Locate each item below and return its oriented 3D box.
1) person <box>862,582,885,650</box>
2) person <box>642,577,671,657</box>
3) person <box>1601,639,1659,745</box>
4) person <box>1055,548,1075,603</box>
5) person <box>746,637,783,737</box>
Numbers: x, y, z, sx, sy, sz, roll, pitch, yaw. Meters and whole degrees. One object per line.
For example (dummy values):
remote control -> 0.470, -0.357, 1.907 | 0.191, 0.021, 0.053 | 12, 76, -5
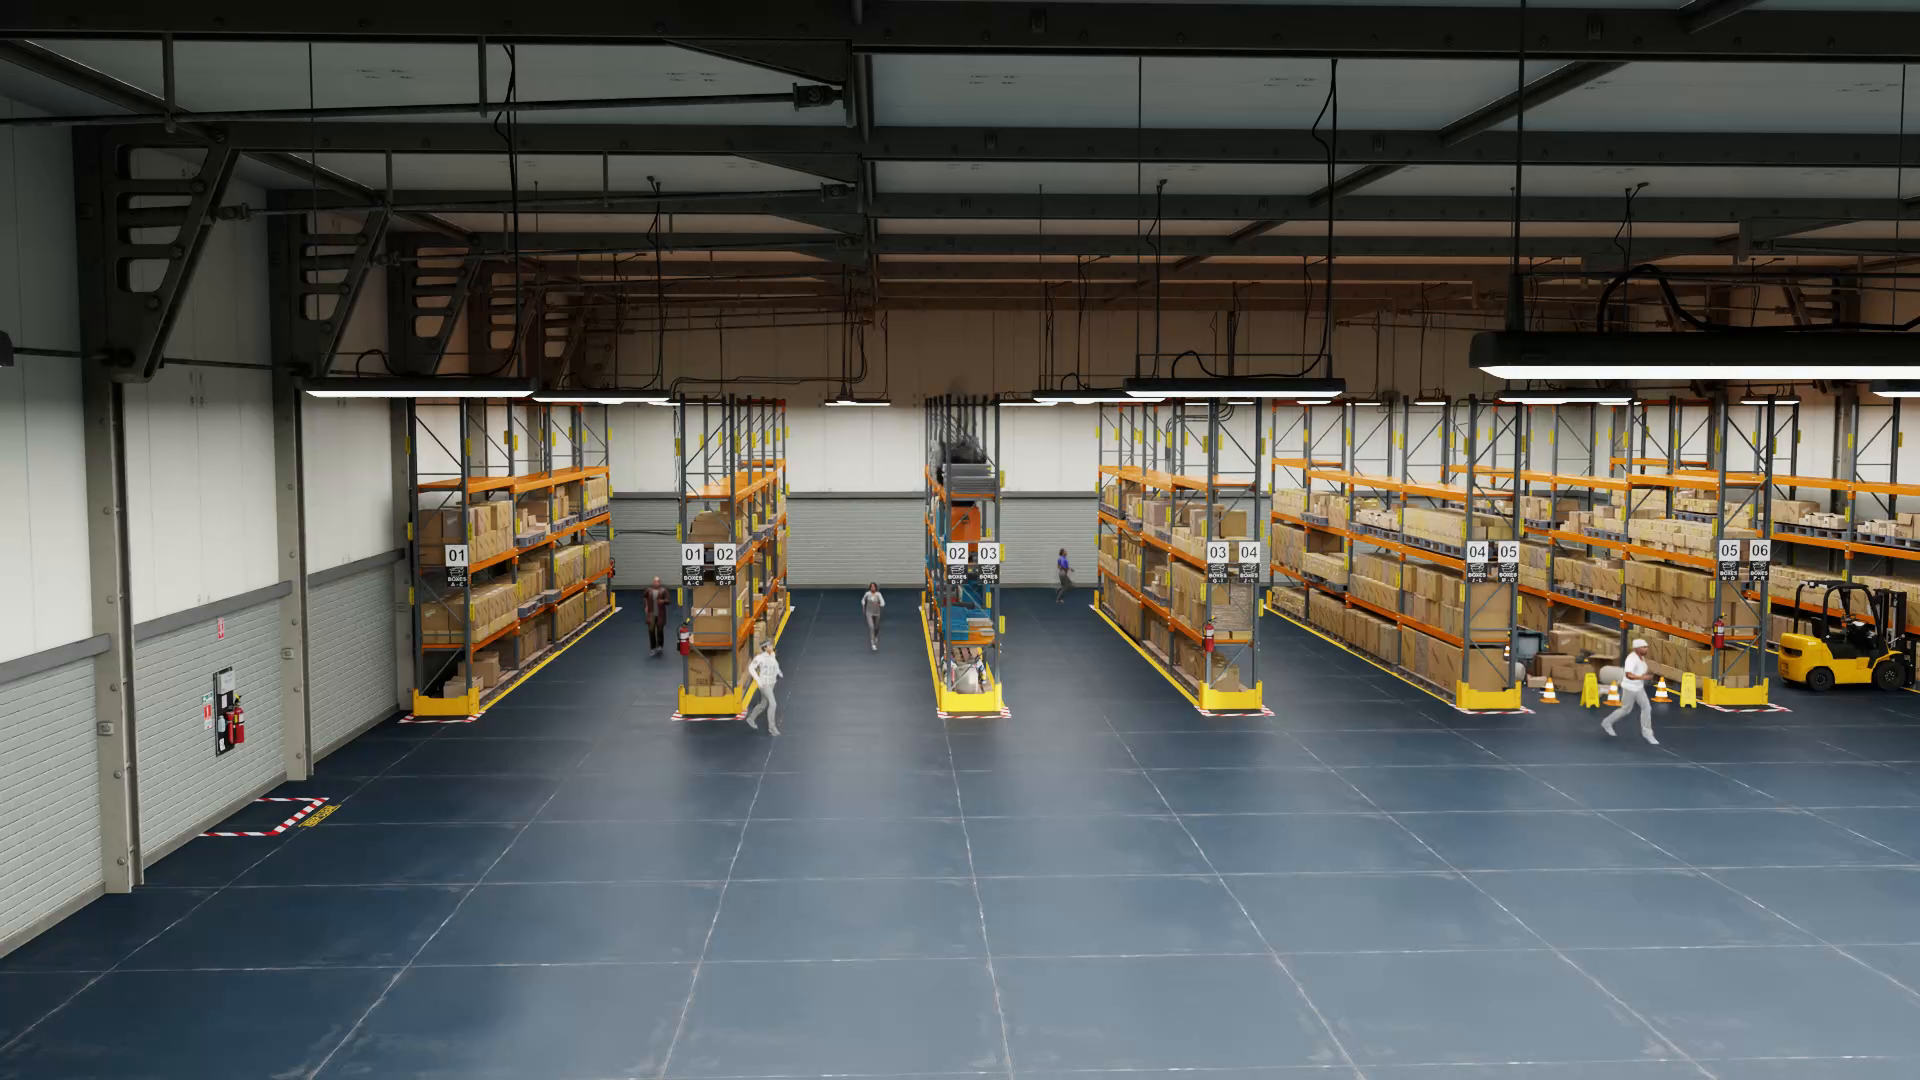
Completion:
person -> -2.064, 1.784, 39.600 | 0.536, 1.583, 0.856 | 0, 5, -6
person -> -7.062, 1.825, 38.691 | 0.682, 1.753, 0.801 | 0, 5, -5
person -> 11.566, 2.584, 28.636 | 0.989, 1.794, 0.729 | 4, 6, 41
person -> 3.107, 1.051, 49.108 | 0.573, 1.621, 0.583 | 0, 5, 3
person -> -3.431, 2.566, 29.275 | 0.774, 1.744, 0.603 | 2, 5, 28
